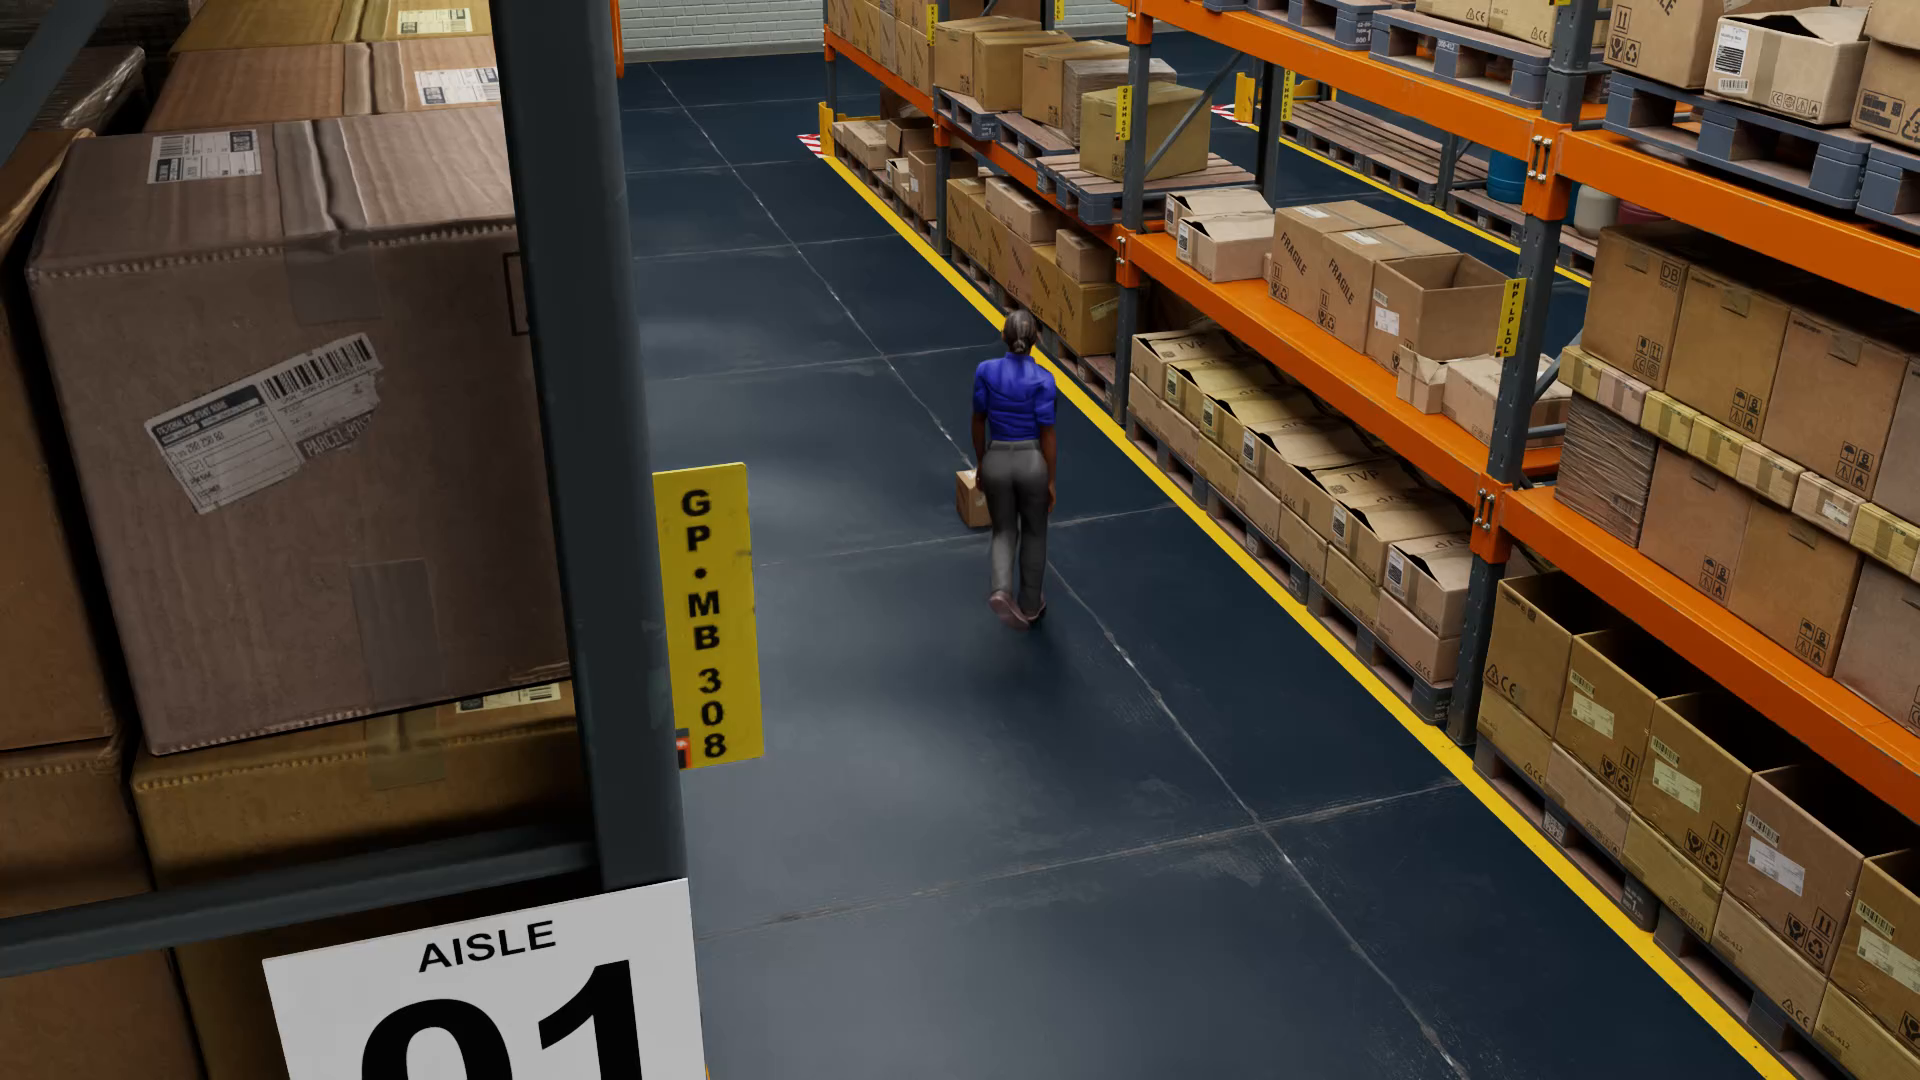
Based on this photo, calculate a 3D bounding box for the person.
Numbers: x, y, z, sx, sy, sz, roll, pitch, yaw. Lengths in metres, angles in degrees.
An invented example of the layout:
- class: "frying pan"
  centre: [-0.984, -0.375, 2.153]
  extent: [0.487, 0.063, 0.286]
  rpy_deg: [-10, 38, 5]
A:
- class: "person"
  centre: [0.239, -0.305, 8.216]
  extent: [0.472, 1.639, 0.629]
  rpy_deg: [10, 28, 18]
